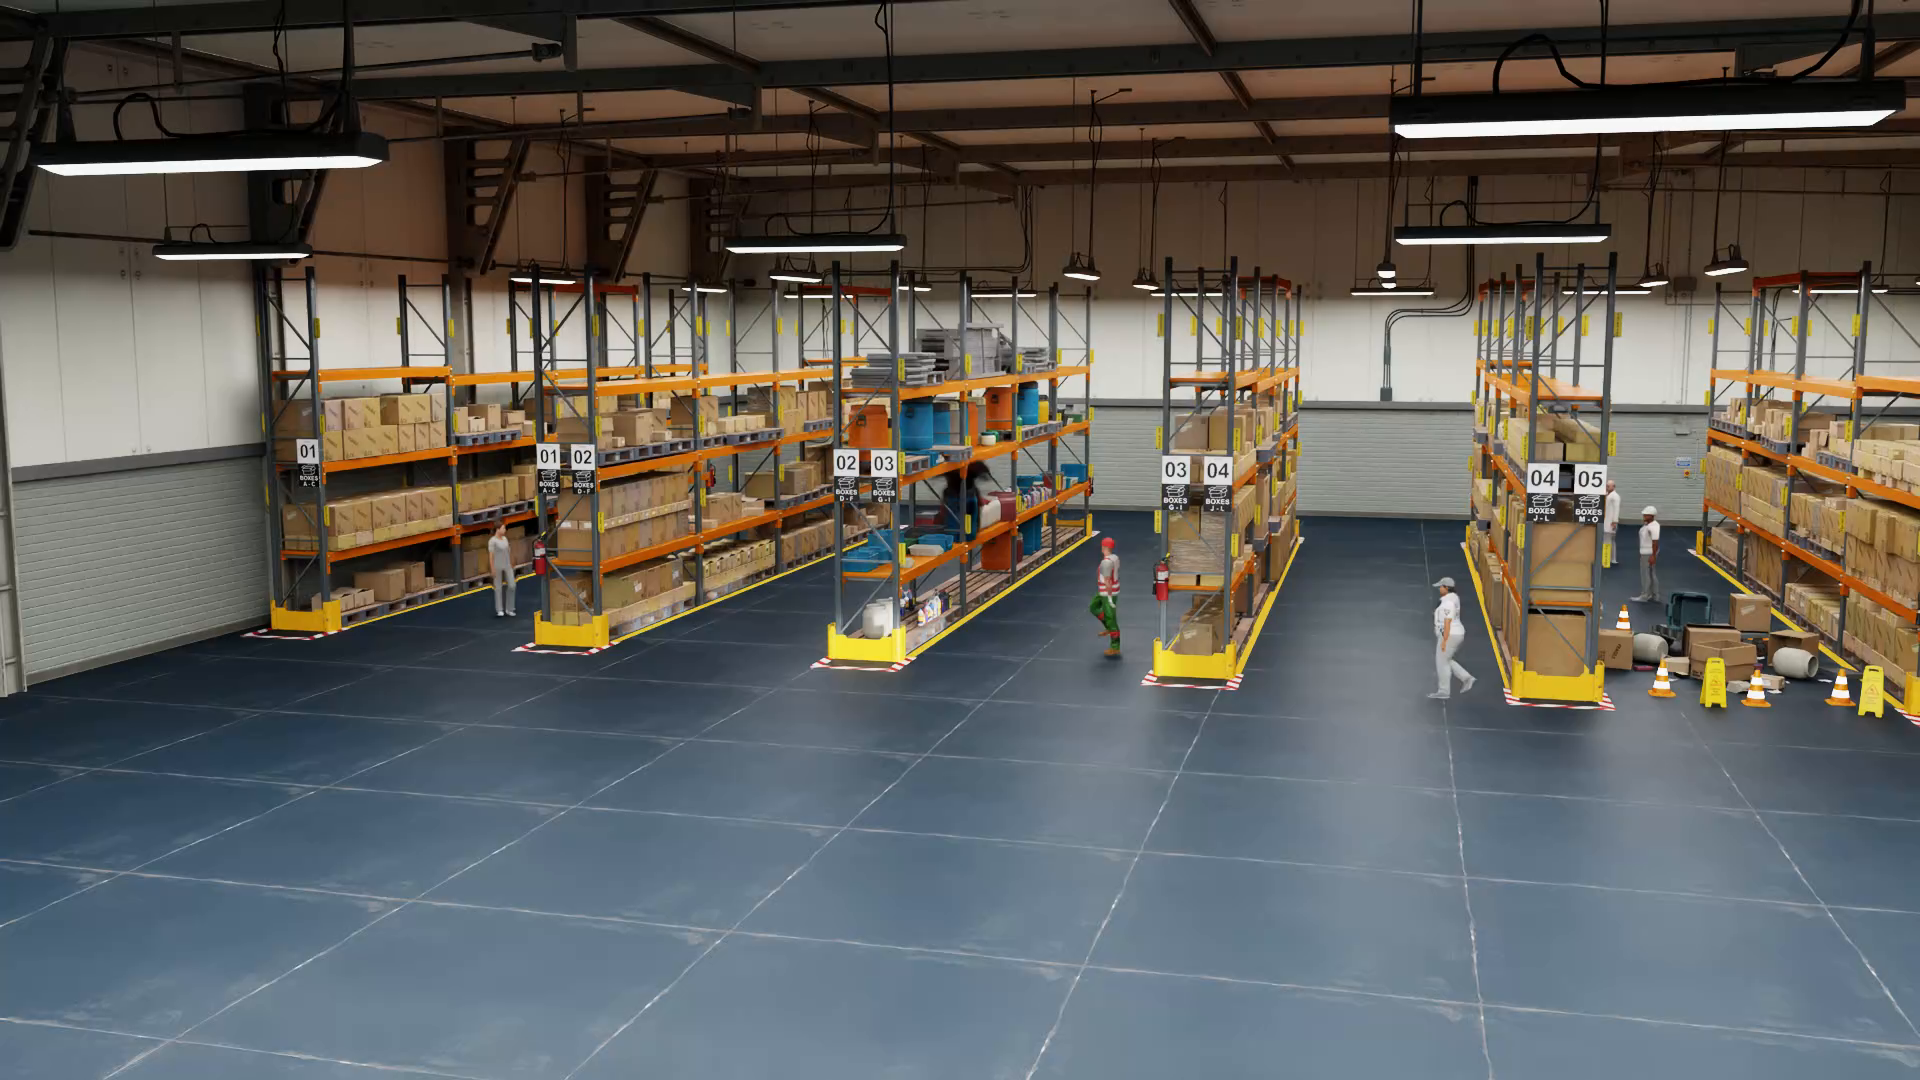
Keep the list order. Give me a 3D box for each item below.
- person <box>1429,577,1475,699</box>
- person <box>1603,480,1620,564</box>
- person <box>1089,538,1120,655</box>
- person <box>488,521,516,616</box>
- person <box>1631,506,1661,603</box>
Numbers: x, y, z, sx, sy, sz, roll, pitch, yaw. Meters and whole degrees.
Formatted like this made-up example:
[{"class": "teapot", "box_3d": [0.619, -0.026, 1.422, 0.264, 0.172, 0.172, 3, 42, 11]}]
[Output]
[{"class": "person", "box_3d": [6.687, 1.331, 22.561, 0.573, 1.657, 0.528, 5, 9, 32]}, {"class": "person", "box_3d": [13.830, -0.387, 35.591, 0.505, 1.785, 0.628, 3, 8, 19]}, {"class": "person", "box_3d": [2.235, 0.842, 25.701, 0.528, 1.786, 0.683, 2, 7, 12]}, {"class": "person", "box_3d": [-8.032, 0.527, 29.085, 0.456, 1.730, 0.393, -5, 9, -36]}, {"class": "person", "box_3d": [12.661, 0.257, 30.604, 0.459, 1.772, 0.590, 5, 9, 33]}]
